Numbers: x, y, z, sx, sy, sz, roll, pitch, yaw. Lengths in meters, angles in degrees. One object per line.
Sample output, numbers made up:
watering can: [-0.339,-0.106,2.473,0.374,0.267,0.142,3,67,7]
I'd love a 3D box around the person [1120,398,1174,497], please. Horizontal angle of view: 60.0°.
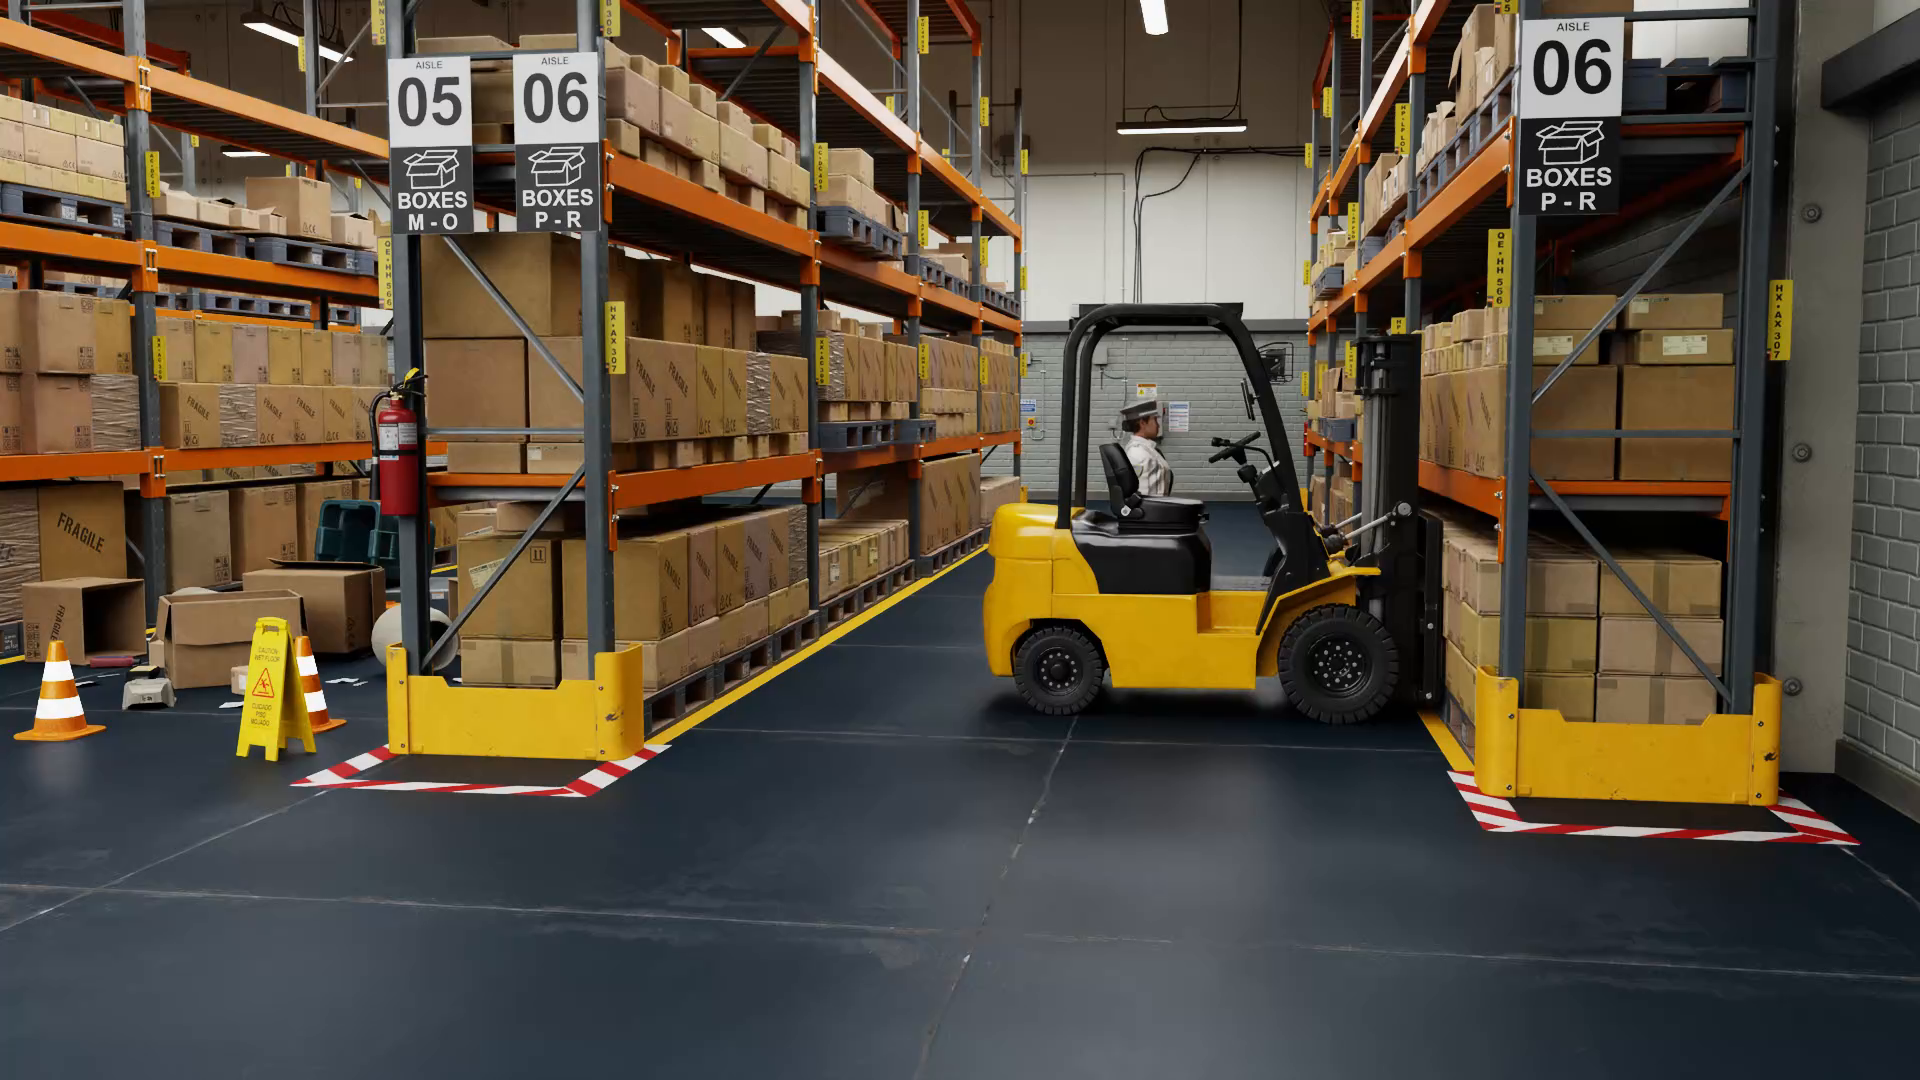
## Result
person: [1.197,-0.075,10.738,0.344,1.684,0.467,1,5,10]
